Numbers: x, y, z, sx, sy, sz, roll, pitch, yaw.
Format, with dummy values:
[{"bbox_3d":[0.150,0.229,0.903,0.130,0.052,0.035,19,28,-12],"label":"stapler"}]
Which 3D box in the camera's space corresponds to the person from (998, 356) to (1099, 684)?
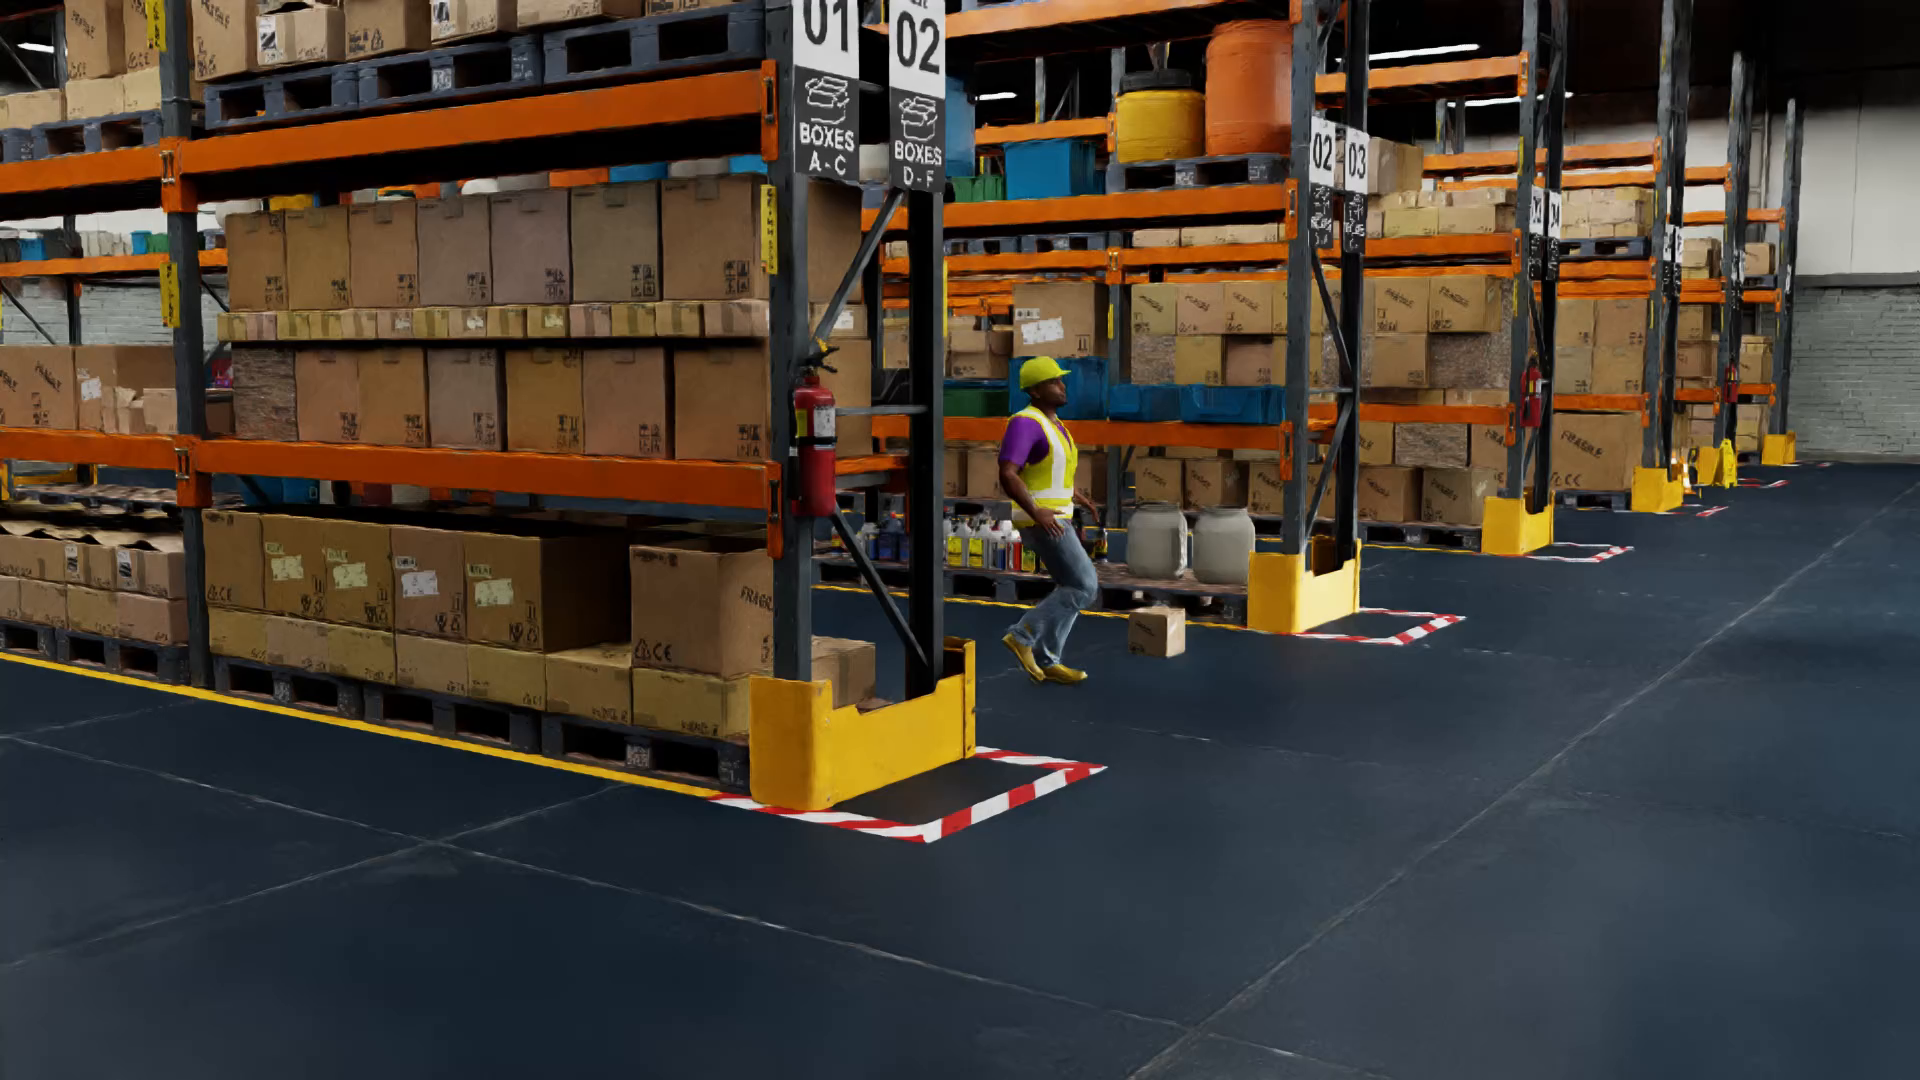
[{"bbox_3d":[0.493,-0.101,8.760,0.507,1.729,0.749,1,6,10],"label":"person"}]
